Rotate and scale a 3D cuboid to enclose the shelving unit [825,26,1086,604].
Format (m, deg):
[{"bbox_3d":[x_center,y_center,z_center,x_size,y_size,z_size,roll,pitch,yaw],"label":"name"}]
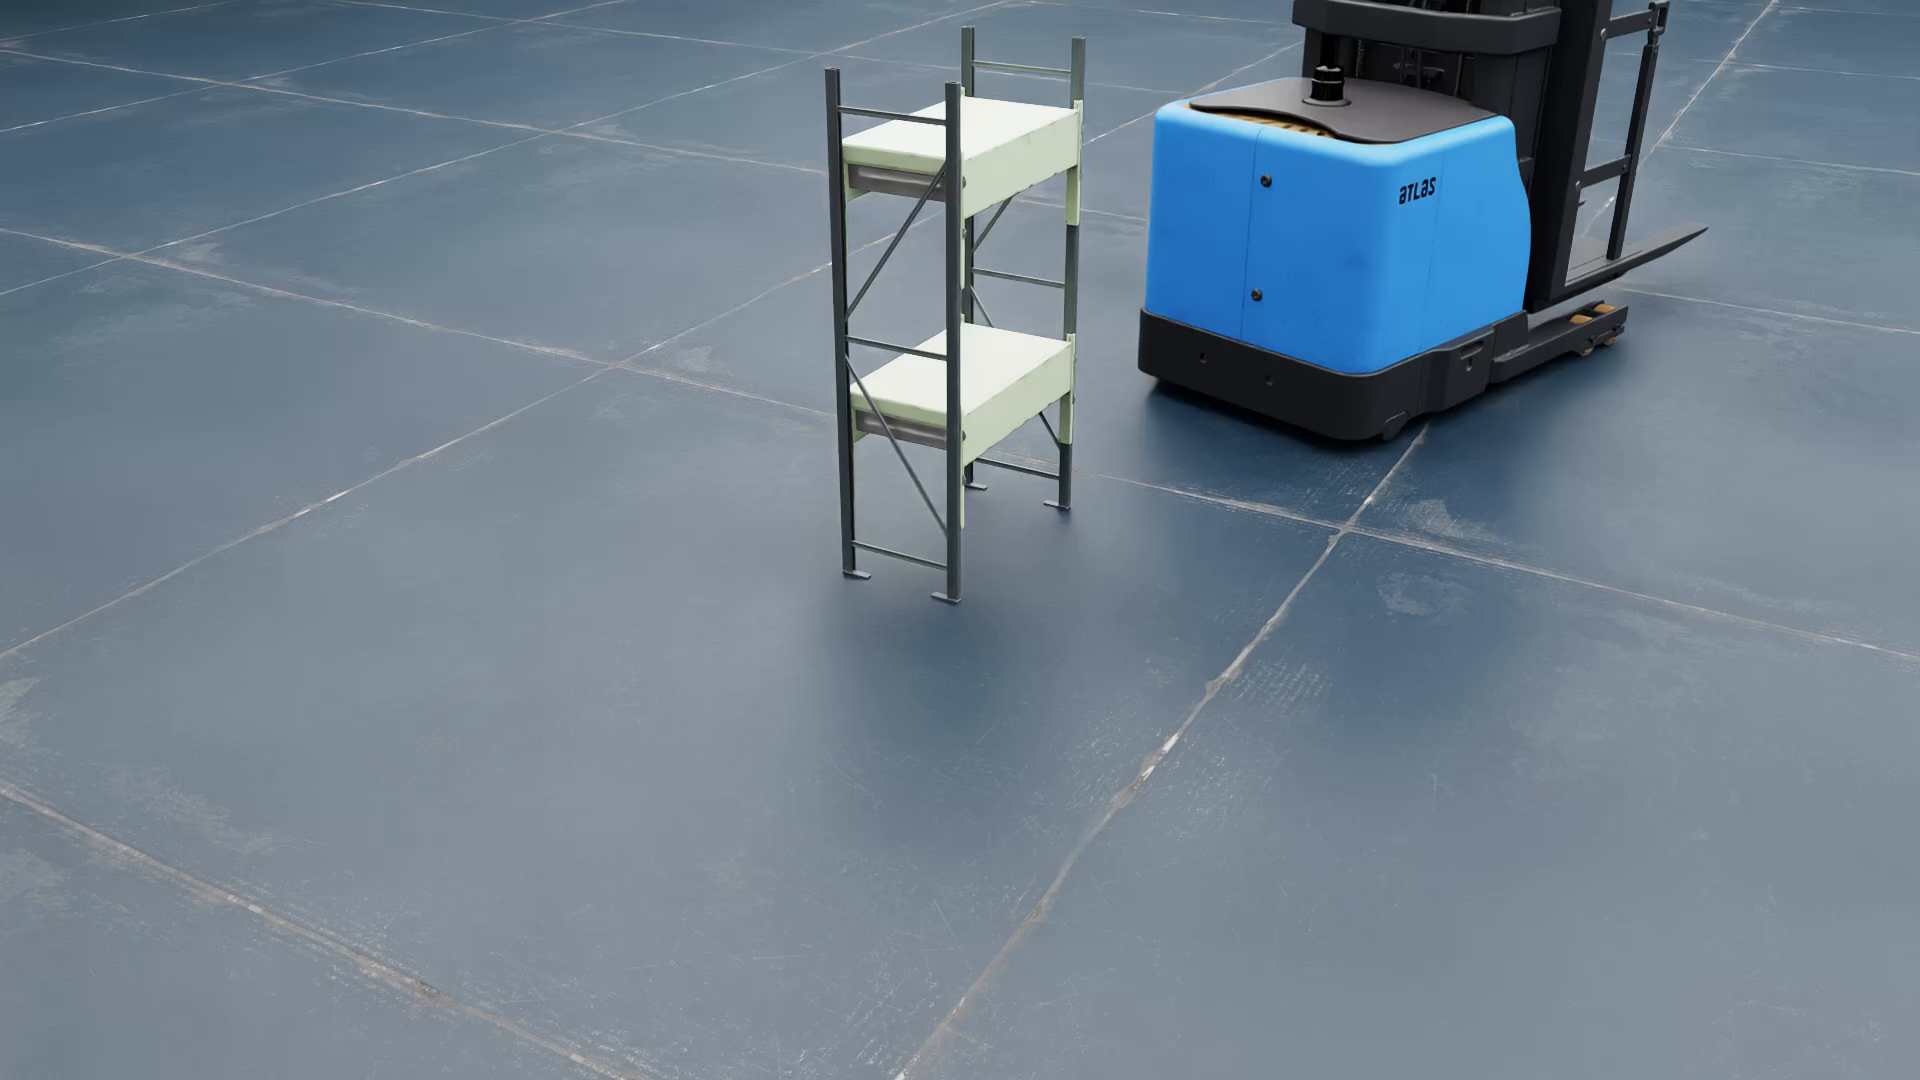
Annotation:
[{"bbox_3d":[0.003,-0.673,4.919,0.431,1.500,0.755,14,30,26],"label":"shelving unit"}]

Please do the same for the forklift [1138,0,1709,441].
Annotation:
[{"bbox_3d":[2.108,-2.206,6.382,3.031,2.935,1.130,-23,34,-38],"label":"forklift"}]

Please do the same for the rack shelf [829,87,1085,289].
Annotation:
[{"bbox_3d":[0.003,-1.022,4.745,0.431,0.370,0.720,14,30,26],"label":"rack shelf"}]

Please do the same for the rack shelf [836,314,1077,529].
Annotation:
[{"bbox_3d":[0.003,-0.382,5.065,0.431,0.370,0.720,14,30,26],"label":"rack shelf"}]

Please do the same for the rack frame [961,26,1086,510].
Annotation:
[{"bbox_3d":[0.183,-0.816,5.204,0.400,1.500,0.023,14,30,26],"label":"rack frame"}]

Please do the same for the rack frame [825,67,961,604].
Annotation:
[{"bbox_3d":[-0.177,-0.531,4.635,0.400,1.500,0.023,14,30,26],"label":"rack frame"}]
